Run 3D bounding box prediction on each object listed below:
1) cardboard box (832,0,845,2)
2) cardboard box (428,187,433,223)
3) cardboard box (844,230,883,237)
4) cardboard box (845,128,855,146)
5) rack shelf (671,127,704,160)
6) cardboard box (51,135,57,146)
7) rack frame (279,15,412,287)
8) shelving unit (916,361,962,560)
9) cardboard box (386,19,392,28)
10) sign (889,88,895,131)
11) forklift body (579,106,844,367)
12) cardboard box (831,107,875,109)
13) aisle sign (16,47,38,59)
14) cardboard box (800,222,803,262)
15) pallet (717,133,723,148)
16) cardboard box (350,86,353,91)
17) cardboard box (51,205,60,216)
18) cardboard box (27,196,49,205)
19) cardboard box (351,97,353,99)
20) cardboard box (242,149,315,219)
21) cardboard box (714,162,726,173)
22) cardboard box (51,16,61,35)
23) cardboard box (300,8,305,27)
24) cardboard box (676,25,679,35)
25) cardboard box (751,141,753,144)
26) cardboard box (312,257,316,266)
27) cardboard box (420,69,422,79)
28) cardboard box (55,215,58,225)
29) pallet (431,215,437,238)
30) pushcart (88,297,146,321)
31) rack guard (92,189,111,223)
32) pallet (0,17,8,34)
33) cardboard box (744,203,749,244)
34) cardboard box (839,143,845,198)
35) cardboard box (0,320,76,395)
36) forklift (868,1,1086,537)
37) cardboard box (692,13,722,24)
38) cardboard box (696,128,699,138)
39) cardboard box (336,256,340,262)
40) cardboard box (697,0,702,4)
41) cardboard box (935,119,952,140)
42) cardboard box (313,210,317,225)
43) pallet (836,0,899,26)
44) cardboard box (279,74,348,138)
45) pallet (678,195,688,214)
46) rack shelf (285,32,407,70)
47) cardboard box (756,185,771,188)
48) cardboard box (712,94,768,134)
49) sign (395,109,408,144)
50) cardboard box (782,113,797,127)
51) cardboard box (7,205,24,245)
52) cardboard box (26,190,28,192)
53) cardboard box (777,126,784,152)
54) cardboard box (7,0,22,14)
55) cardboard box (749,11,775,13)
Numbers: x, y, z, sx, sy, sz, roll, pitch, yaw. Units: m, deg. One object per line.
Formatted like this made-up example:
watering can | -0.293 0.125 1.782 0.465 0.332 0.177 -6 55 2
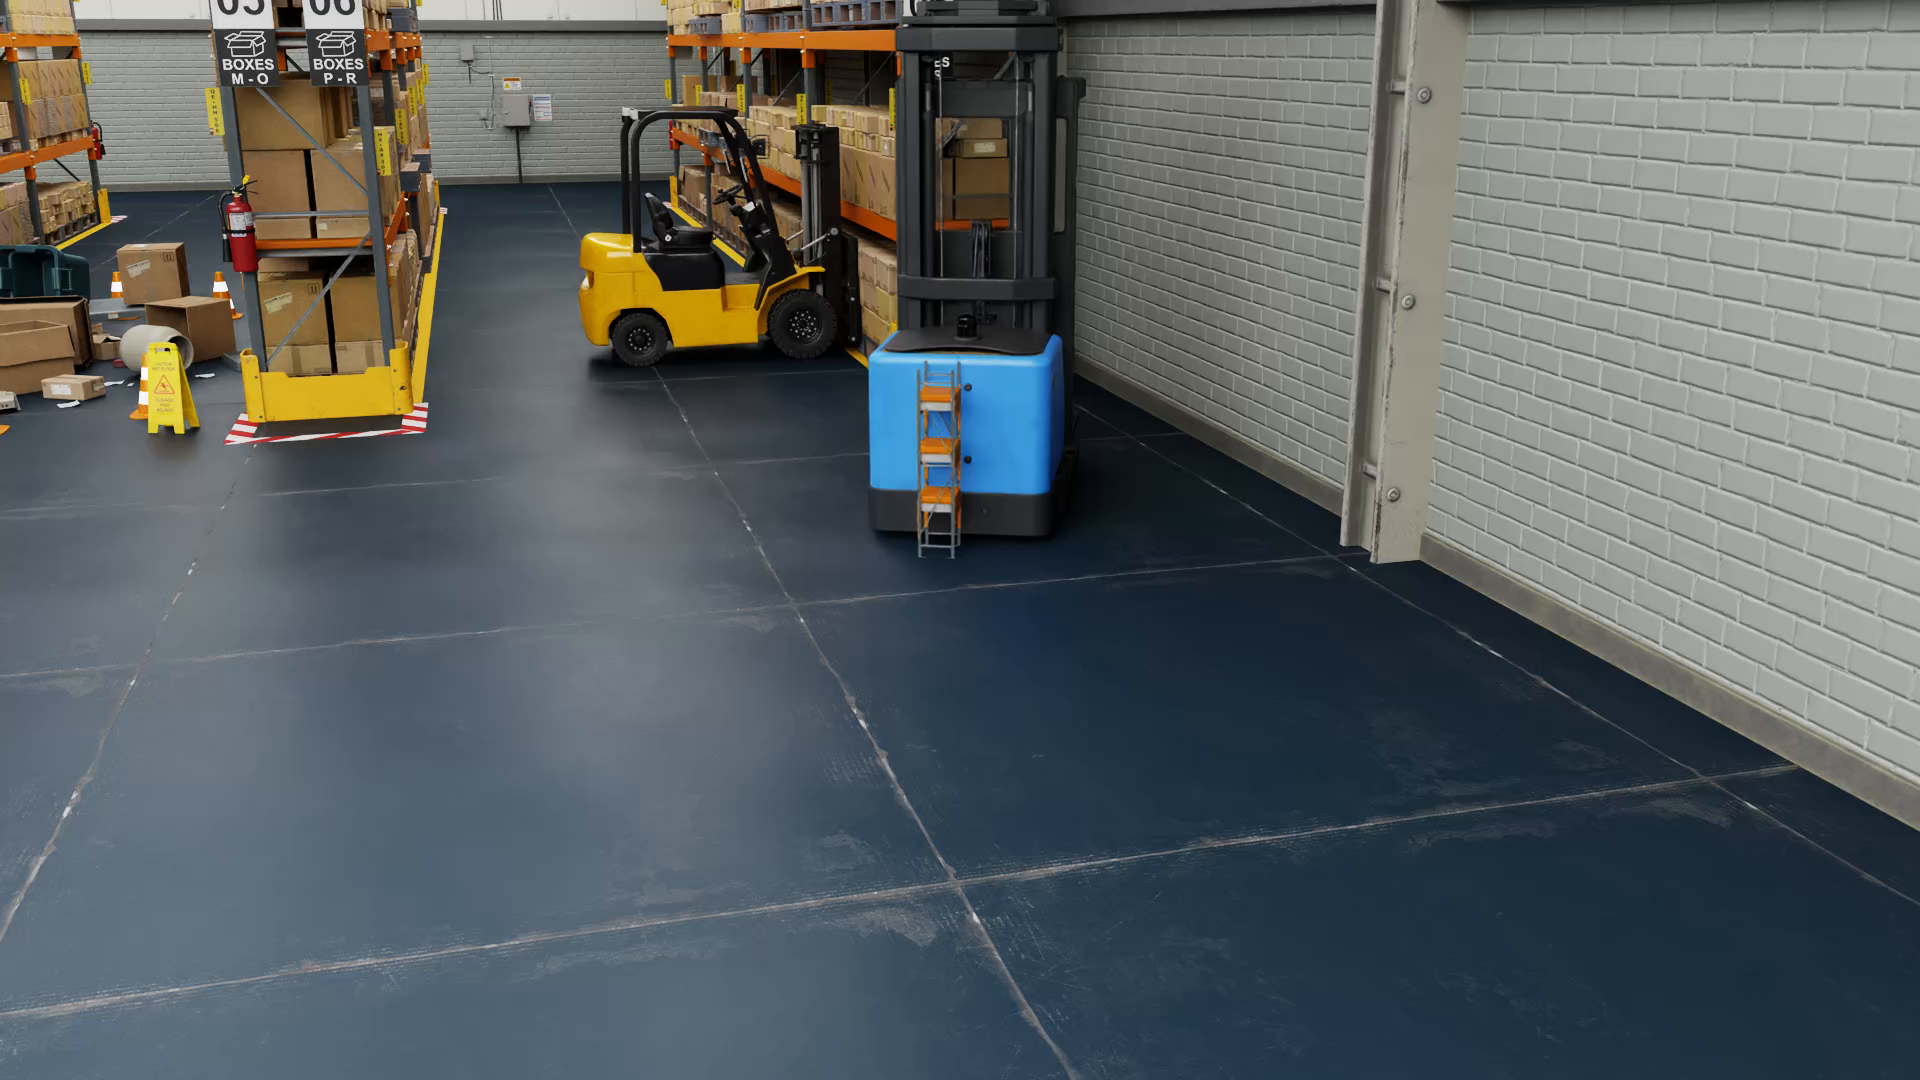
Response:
cardboard box | -0.964 -5.064 15.211 0.396 0.266 0.258 -5 17 -17
cardboard box | -8.119 -4.853 24.117 0.875 0.438 0.875 -5 17 -16
cardboard box | -0.970 -2.803 15.880 0.500 0.250 0.500 -4 17 -13
cardboard box | -0.839 -3.697 15.245 0.380 0.149 0.250 -5 17 -16
rack shelf | -3.828 -6.299 26.457 1.077 0.370 4.000 -5 17 -15
cardboard box | -12.953 -5.621 23.389 0.380 0.149 0.250 -4 17 -13
rack frame | -5.851 -3.484 15.835 1.000 3.000 0.127 -5 17 -15
shelving unit | -0.113 -0.435 9.074 0.215 1.050 0.252 2 17 8
cardboard box | -6.586 -5.768 18.662 0.380 0.149 0.250 -5 17 -15
sign | -0.506 -3.400 13.131 0.100 0.325 0.005 -5 17 -15
forklift body | -2.256 -2.744 14.850 2.313 2.155 1.214 -5 17 -15
cardboard box | -1.040 -4.131 16.173 0.380 0.149 0.250 -5 17 -16
aisle sign | -14.189 -7.625 25.104 0.394 0.787 0.004 -5 17 -15
cardboard box | -1.234 -3.084 17.904 0.875 0.625 0.625 -4 17 -13
pallet | -2.718 -5.429 22.646 1.003 0.211 1.213 -5 17 -15
cardboard box | -7.344 -5.239 19.768 0.500 0.500 0.500 -5 17 -17
cardboard box | -12.955 -4.661 23.464 0.380 0.149 0.250 -4 17 -13
cardboard box | -12.813 -4.656 22.931 0.380 0.149 0.250 -5 17 -16
cardboard box | -6.472 -4.265 17.016 0.500 0.500 0.500 -4 17 -13
cardboard box | -5.166 -2.696 12.522 0.500 0.500 0.500 -5 17 -16
cardboard box | -3.377 -5.432 24.290 0.380 0.149 0.250 -5 17 -16
cardboard box | -13.231 -7.365 23.802 0.500 0.250 0.500 -4 17 -13
cardboard box | -4.689 -3.876 12.366 0.380 0.149 0.250 -5 18 -17
cardboard box | -4.314 -8.114 26.474 0.380 0.149 0.250 -5 17 -15
cardboard box | -2.292 -4.770 20.377 0.500 0.250 0.500 -5 17 -15
cardboard box | -5.454 -2.298 13.507 0.380 0.149 0.250 -4 17 -14
cardboard box | -8.483 -6.936 25.416 0.500 0.500 0.500 -5 17 -16
cardboard box | -12.989 -4.515 23.495 0.380 0.149 0.250 -5 18 -18
pallet | -8.184 -4.577 24.324 1.003 0.211 1.213 -5 17 -15
pushcart | -8.030 -2.034 15.566 1.648 0.377 0.936 -12 20 -34
rack guard | -13.860 -5.165 25.779 1.175 0.500 0.348 -5 17 -15
pallet | -12.714 -6.445 20.805 1.213 0.211 1.003 -5 17 -15
cardboard box | -2.502 -4.087 21.460 0.500 0.500 0.500 -4 17 -14
cardboard box | -0.910 -3.499 15.712 0.500 0.500 0.500 -5 17 -16
cardboard box | -7.669 -1.467 13.462 0.637 0.503 0.797 11 20 32
forklift | 0.192 -1.802 10.356 1.130 2.935 3.031 2 17 8
cardboard box | -3.652 -7.711 24.437 0.500 0.250 0.500 -5 17 -15
cardboard box | -3.796 -6.178 25.242 0.380 0.149 0.250 -4 17 -14
cardboard box | -5.649 -2.252 14.480 0.500 0.500 0.500 -4 17 -12
cardboard box | -3.447 -7.539 23.137 0.380 0.149 0.250 -5 17 -16
cardboard box | -0.282 -3.354 13.585 0.380 0.149 0.250 -5 17 -15
cardboard box | -5.322 -2.628 13.424 0.380 0.149 0.250 -4 17 -14
pallet | -0.489 -4.701 14.826 1.003 0.211 1.213 -5 17 -15
cardboard box | -5.477 -3.593 13.770 0.700 0.500 0.500 -5 17 -16
pallet | -4.137 -5.619 27.793 1.003 0.211 1.213 -5 17 -15
rack shelf | -6.401 -5.129 17.349 1.077 0.370 4.000 -5 17 -15
cardboard box | -2.722 -4.641 22.175 0.380 0.149 0.250 -4 17 -14
cardboard box | -3.002 -5.827 22.733 0.700 0.500 0.500 -5 17 -16
sign | -5.332 -3.943 15.860 0.100 0.325 0.005 -5 17 -15
cardboard box | -1.767 -4.664 18.462 0.380 0.149 0.250 -5 17 -15
cardboard box | -12.195 -3.954 21.017 0.500 0.500 0.500 -5 17 -17
cardboard box | -13.522 -4.908 23.769 0.380 0.149 0.250 -5 17 -15
cardboard box | -1.744 -4.444 18.424 0.500 0.250 0.500 -4 17 -14
cardboard box | -12.683 -7.033 21.830 0.500 0.250 0.500 -4 17 -13
cardboard box | -2.508 -6.618 20.624 0.380 0.149 0.250 -4 17 -14
